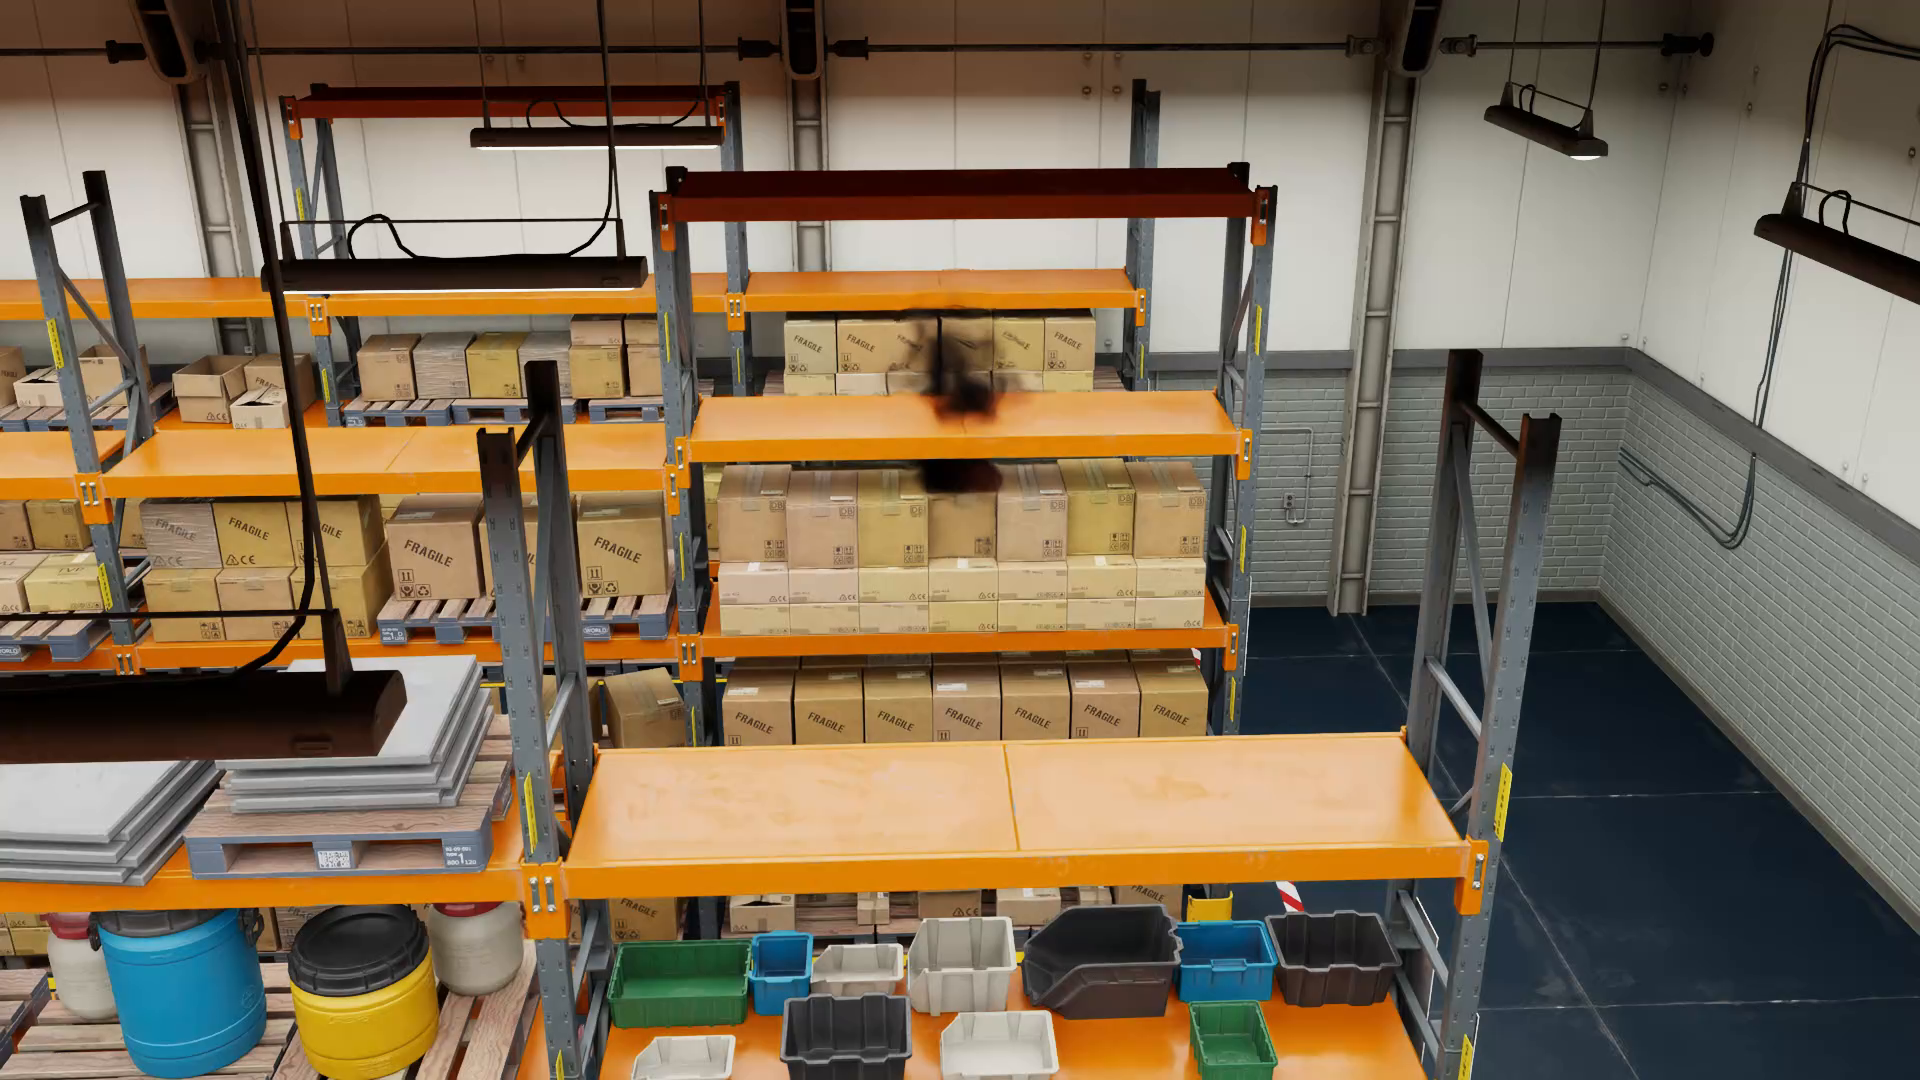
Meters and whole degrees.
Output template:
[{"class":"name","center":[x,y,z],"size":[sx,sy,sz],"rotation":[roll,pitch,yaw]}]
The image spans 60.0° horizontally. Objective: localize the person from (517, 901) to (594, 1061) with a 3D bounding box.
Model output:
[{"class":"person","center":[-2.745,2.992,10.905],"size":[0.731,1.612,0.579],"rotation":[-7,23,-18]}]
